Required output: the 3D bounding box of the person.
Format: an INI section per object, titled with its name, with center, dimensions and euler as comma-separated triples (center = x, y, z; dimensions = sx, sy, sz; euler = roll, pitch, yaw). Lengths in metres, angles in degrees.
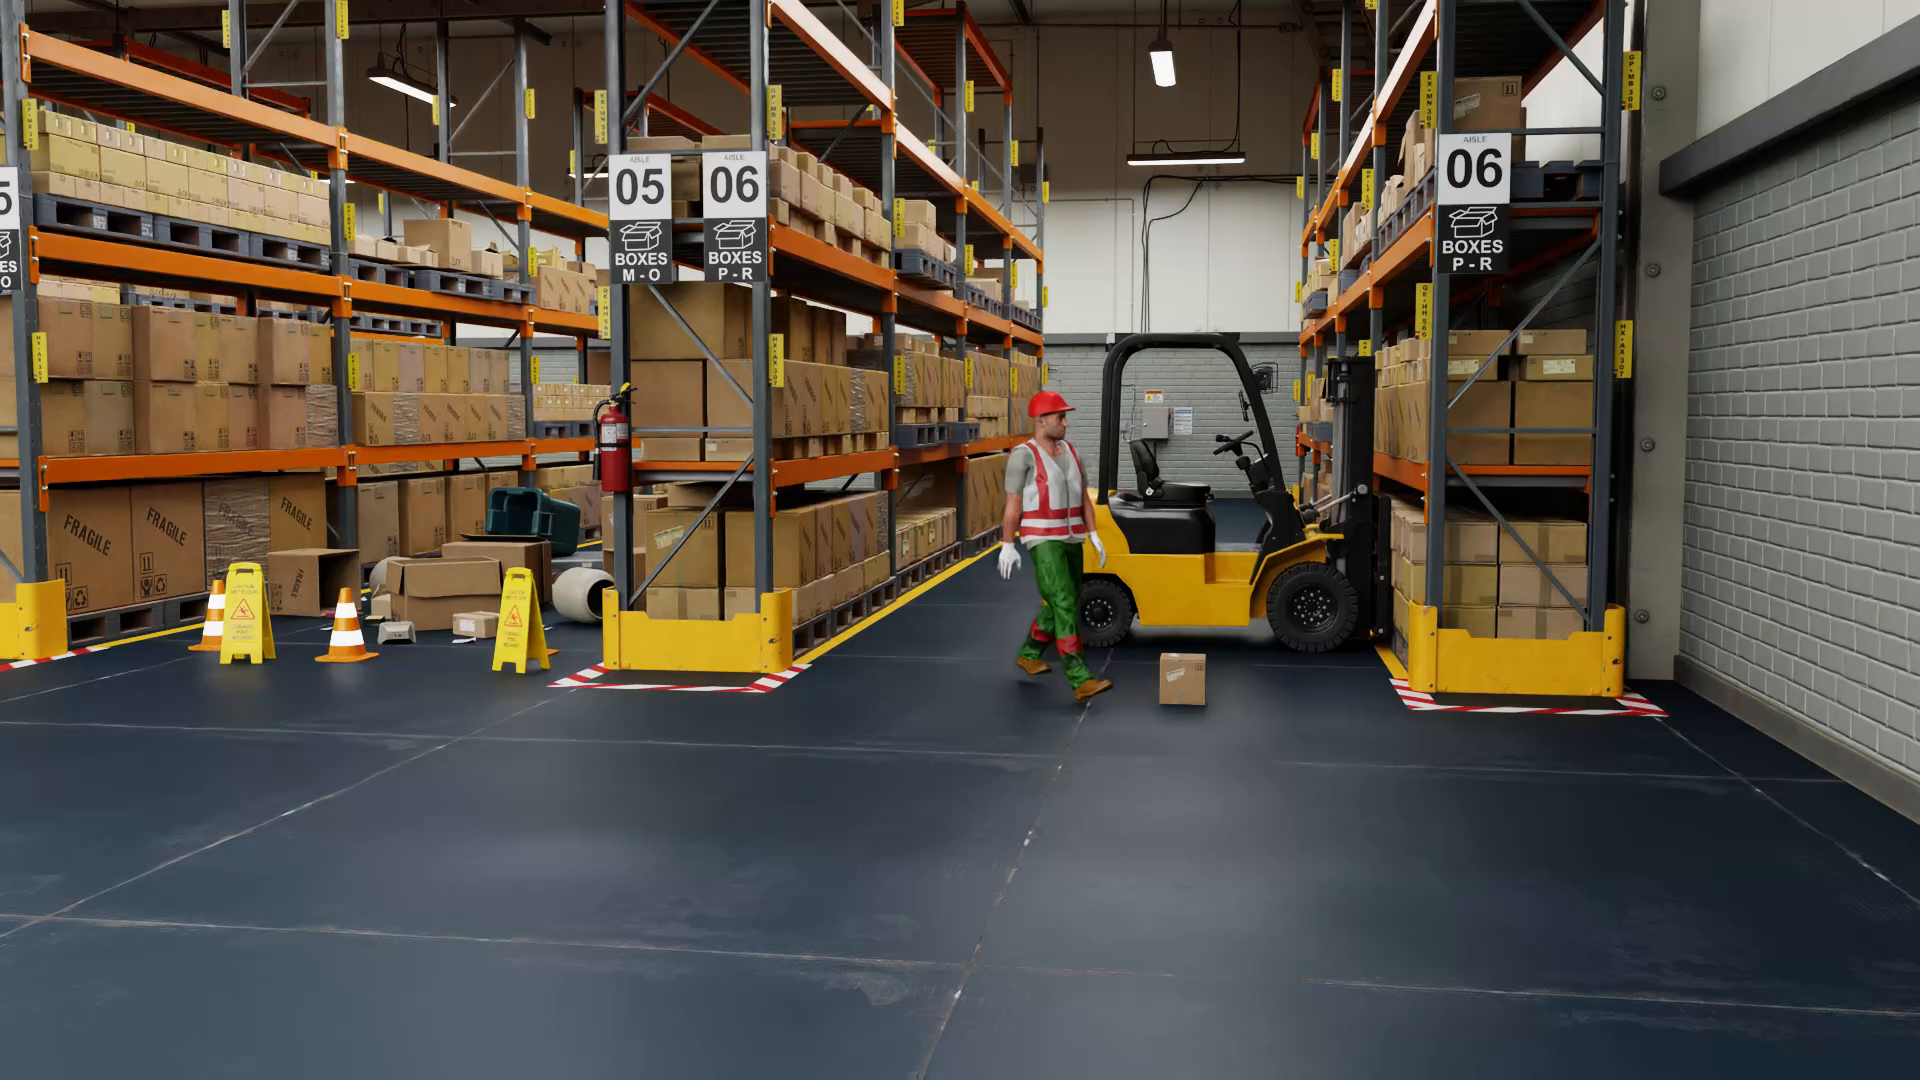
[person]
center = 0.589, 0.016, 9.496
dimensions = 0.572, 1.728, 1.075
euler = -3, 6, -38
